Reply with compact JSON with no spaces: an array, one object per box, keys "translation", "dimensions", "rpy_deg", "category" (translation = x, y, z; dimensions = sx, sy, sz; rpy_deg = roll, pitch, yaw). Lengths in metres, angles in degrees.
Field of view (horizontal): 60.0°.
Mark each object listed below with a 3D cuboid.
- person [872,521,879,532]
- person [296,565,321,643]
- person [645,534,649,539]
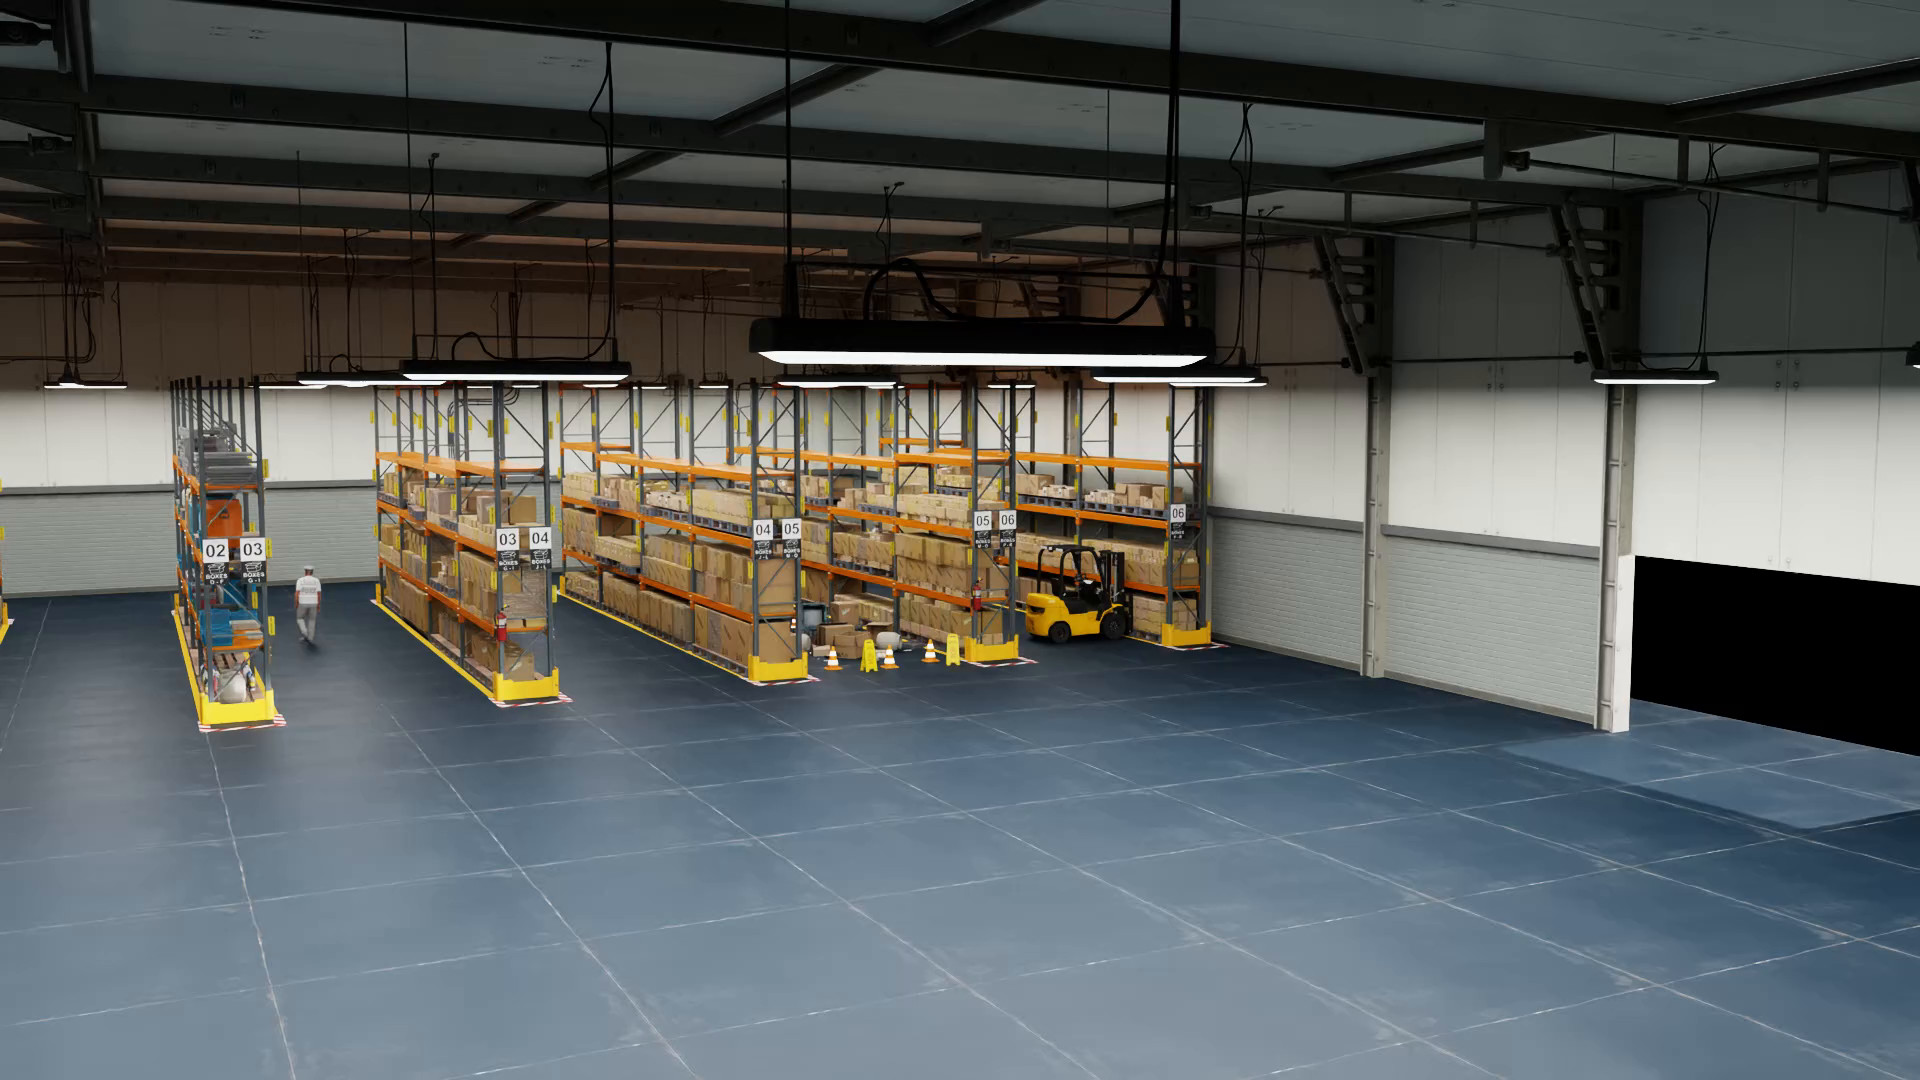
[{"translation":[-2.603,0.137,53.469],"dimensions":[0.828,1.662,0.481],"rpy_deg":[-5,7,-43],"category":"person"},{"translation":[-14.836,1.471,37.889],"dimensions":[0.556,1.755,0.484],"rpy_deg":[-2,6,-26],"category":"person"},{"translation":[-8.969,0.653,47.669],"dimensions":[0.486,1.656,0.398],"rpy_deg":[-3,6,-32],"category":"person"}]
